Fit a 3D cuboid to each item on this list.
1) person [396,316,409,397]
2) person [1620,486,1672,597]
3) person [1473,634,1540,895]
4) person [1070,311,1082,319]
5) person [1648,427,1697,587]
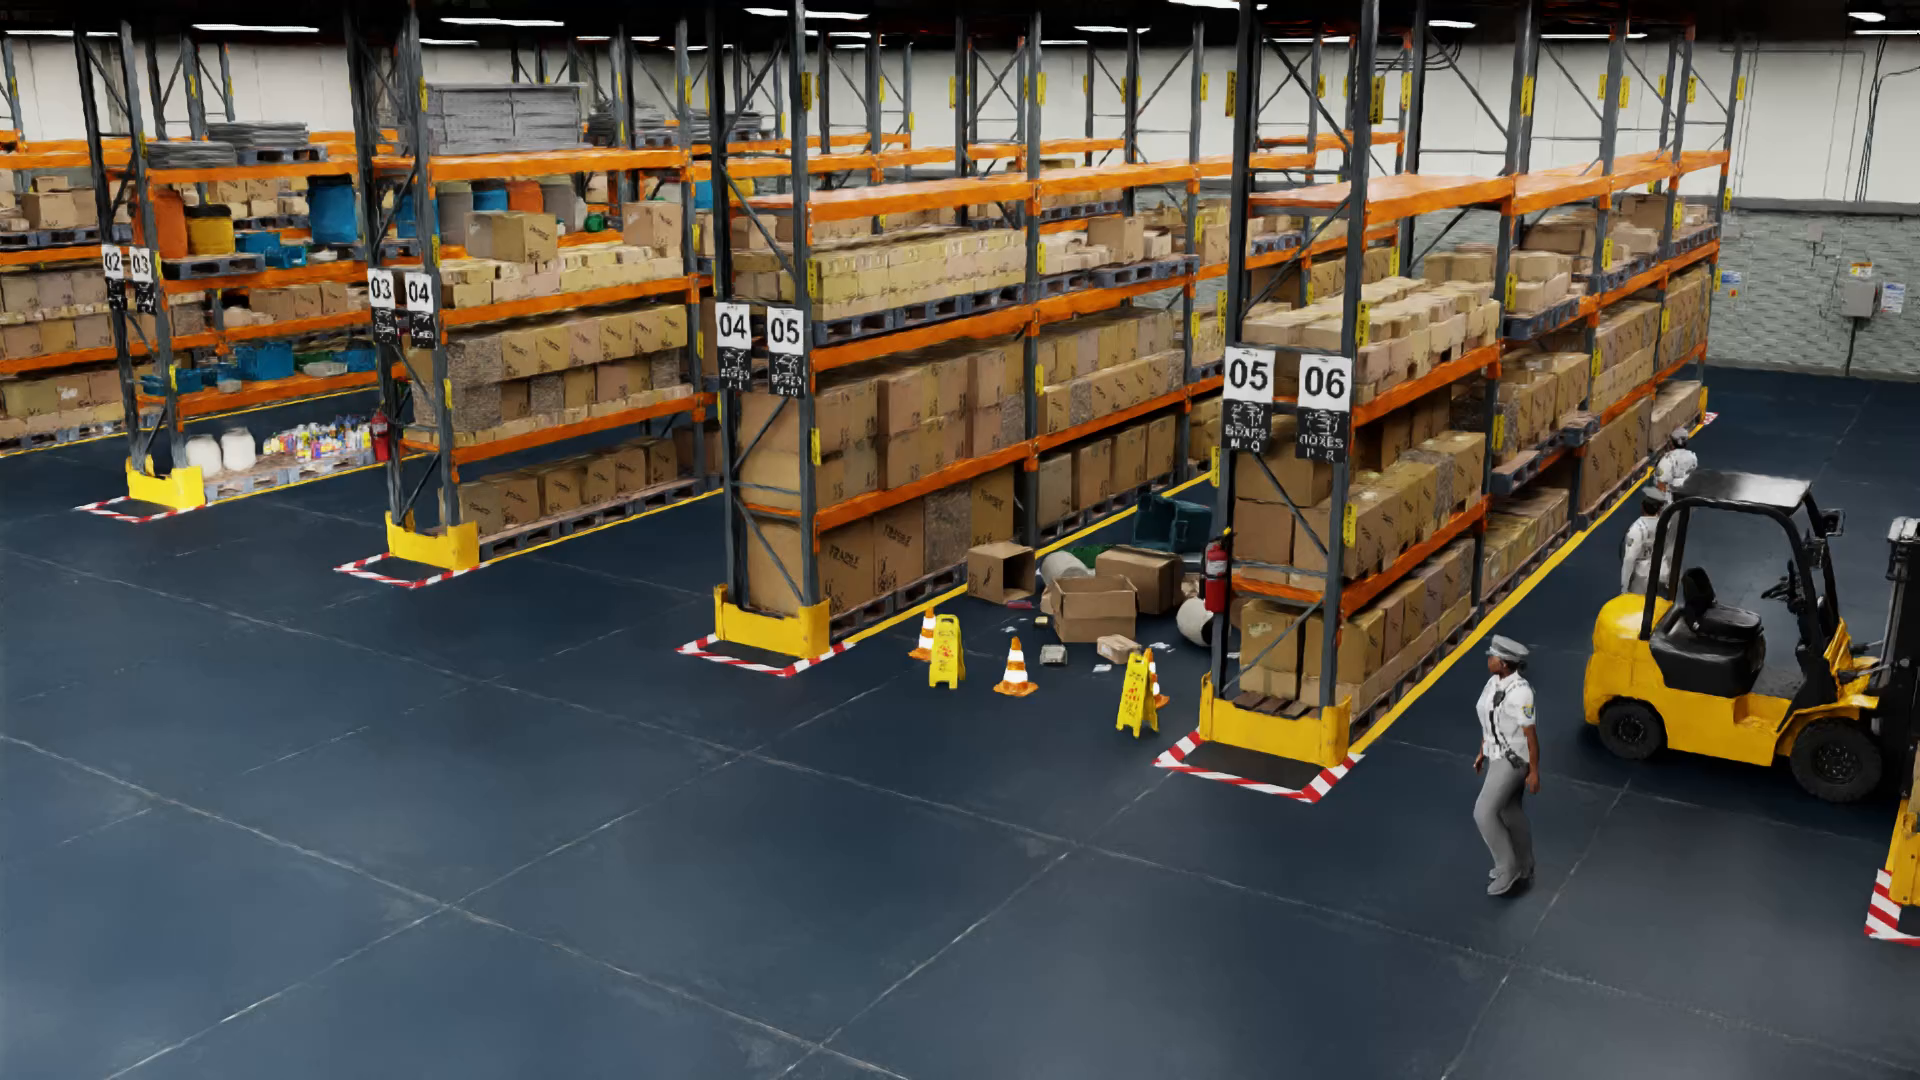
[{"bbox_3d":[-9.351,-3.287,27.767,0.526,1.728,1.031,7,17,23],"label":"person"},{"bbox_3d":[6.036,0.352,14.798,0.525,1.677,0.459,-8,17,-27],"label":"person"},{"bbox_3d":[3.585,1.447,10.867,0.472,1.665,0.571,0,16,1],"label":"person"},{"bbox_3d":[1.933,-2.980,27.084,0.566,1.541,0.519,8,18,28],"label":"person"},{"bbox_3d":[7.408,-0.357,17.380,0.523,1.667,0.478,-8,17,-26],"label":"person"}]
